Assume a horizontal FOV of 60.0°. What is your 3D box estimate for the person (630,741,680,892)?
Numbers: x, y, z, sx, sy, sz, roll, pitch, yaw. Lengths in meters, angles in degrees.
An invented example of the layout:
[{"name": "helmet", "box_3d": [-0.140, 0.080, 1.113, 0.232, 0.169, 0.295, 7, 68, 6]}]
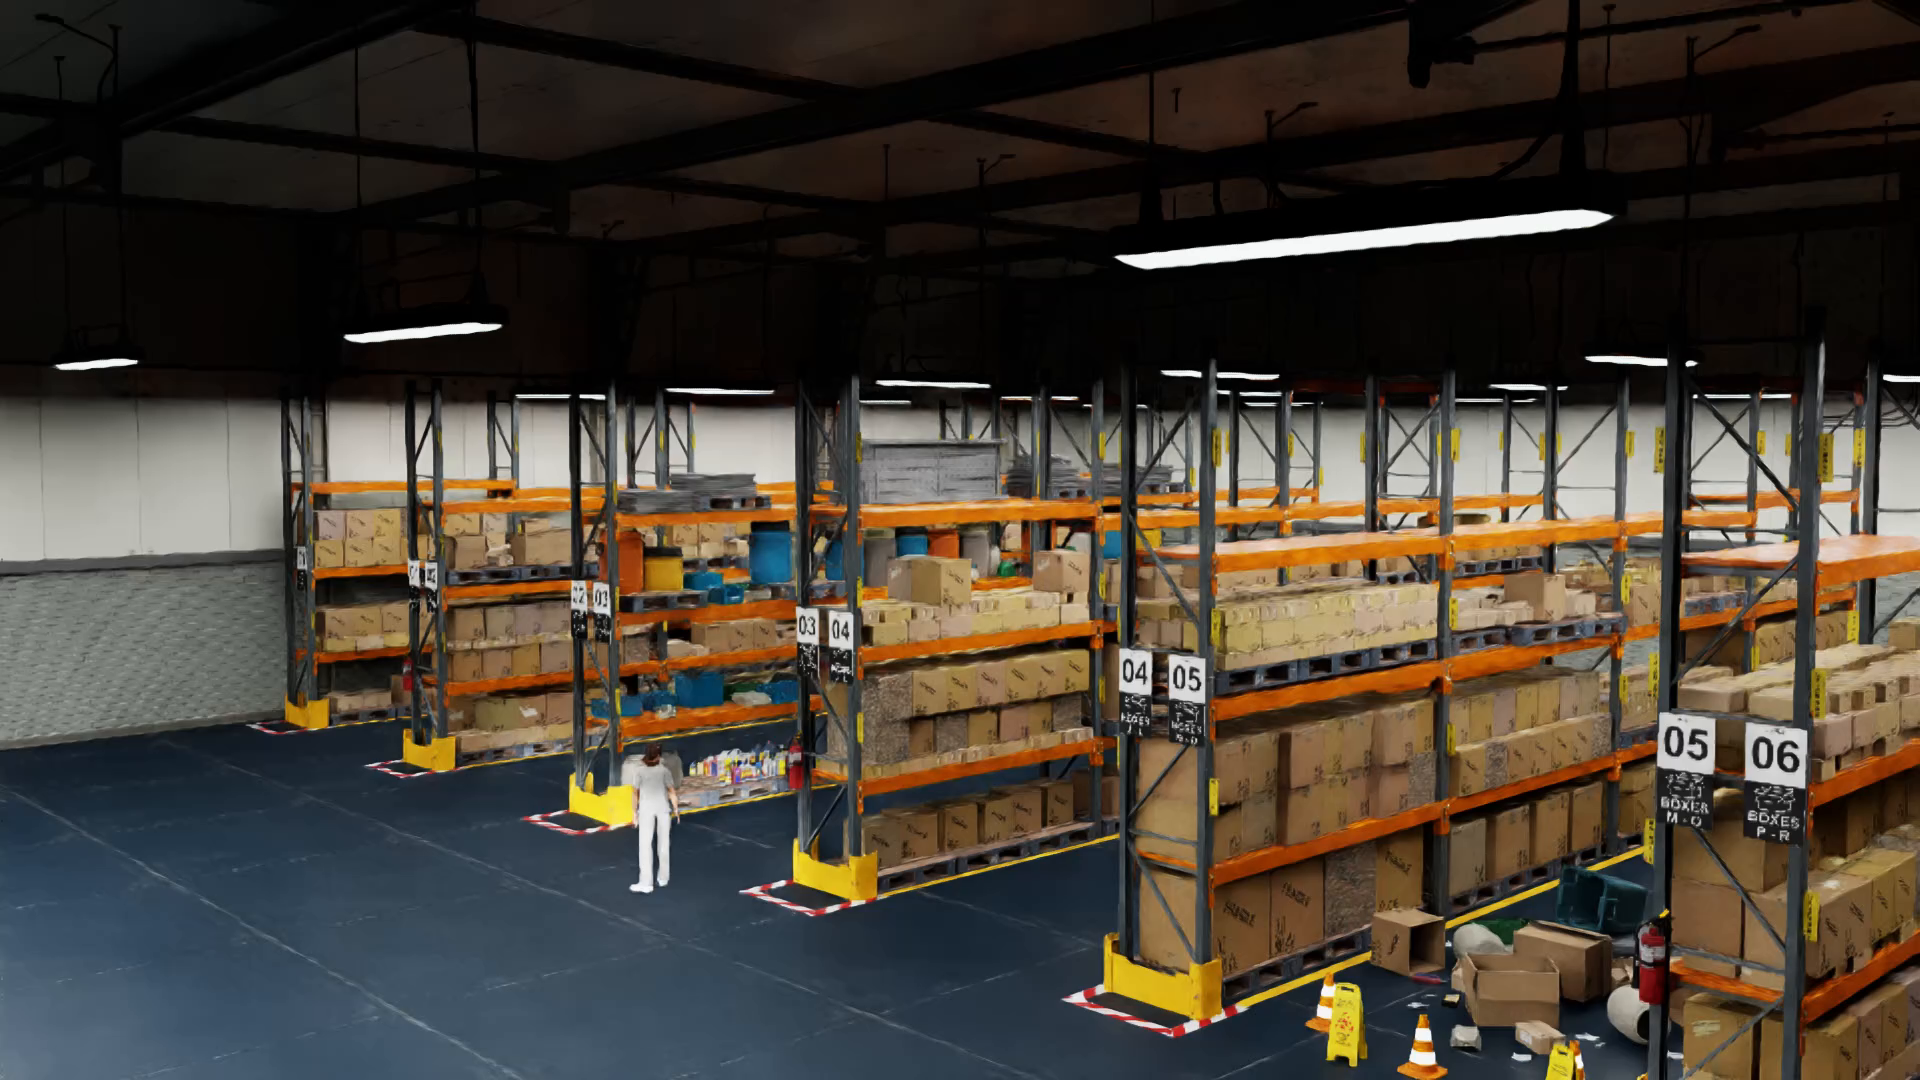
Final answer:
[{"name": "person", "box_3d": [-3.468, 3.107, 18.878, 0.576, 1.666, 0.580, -1, 4, -17]}]
